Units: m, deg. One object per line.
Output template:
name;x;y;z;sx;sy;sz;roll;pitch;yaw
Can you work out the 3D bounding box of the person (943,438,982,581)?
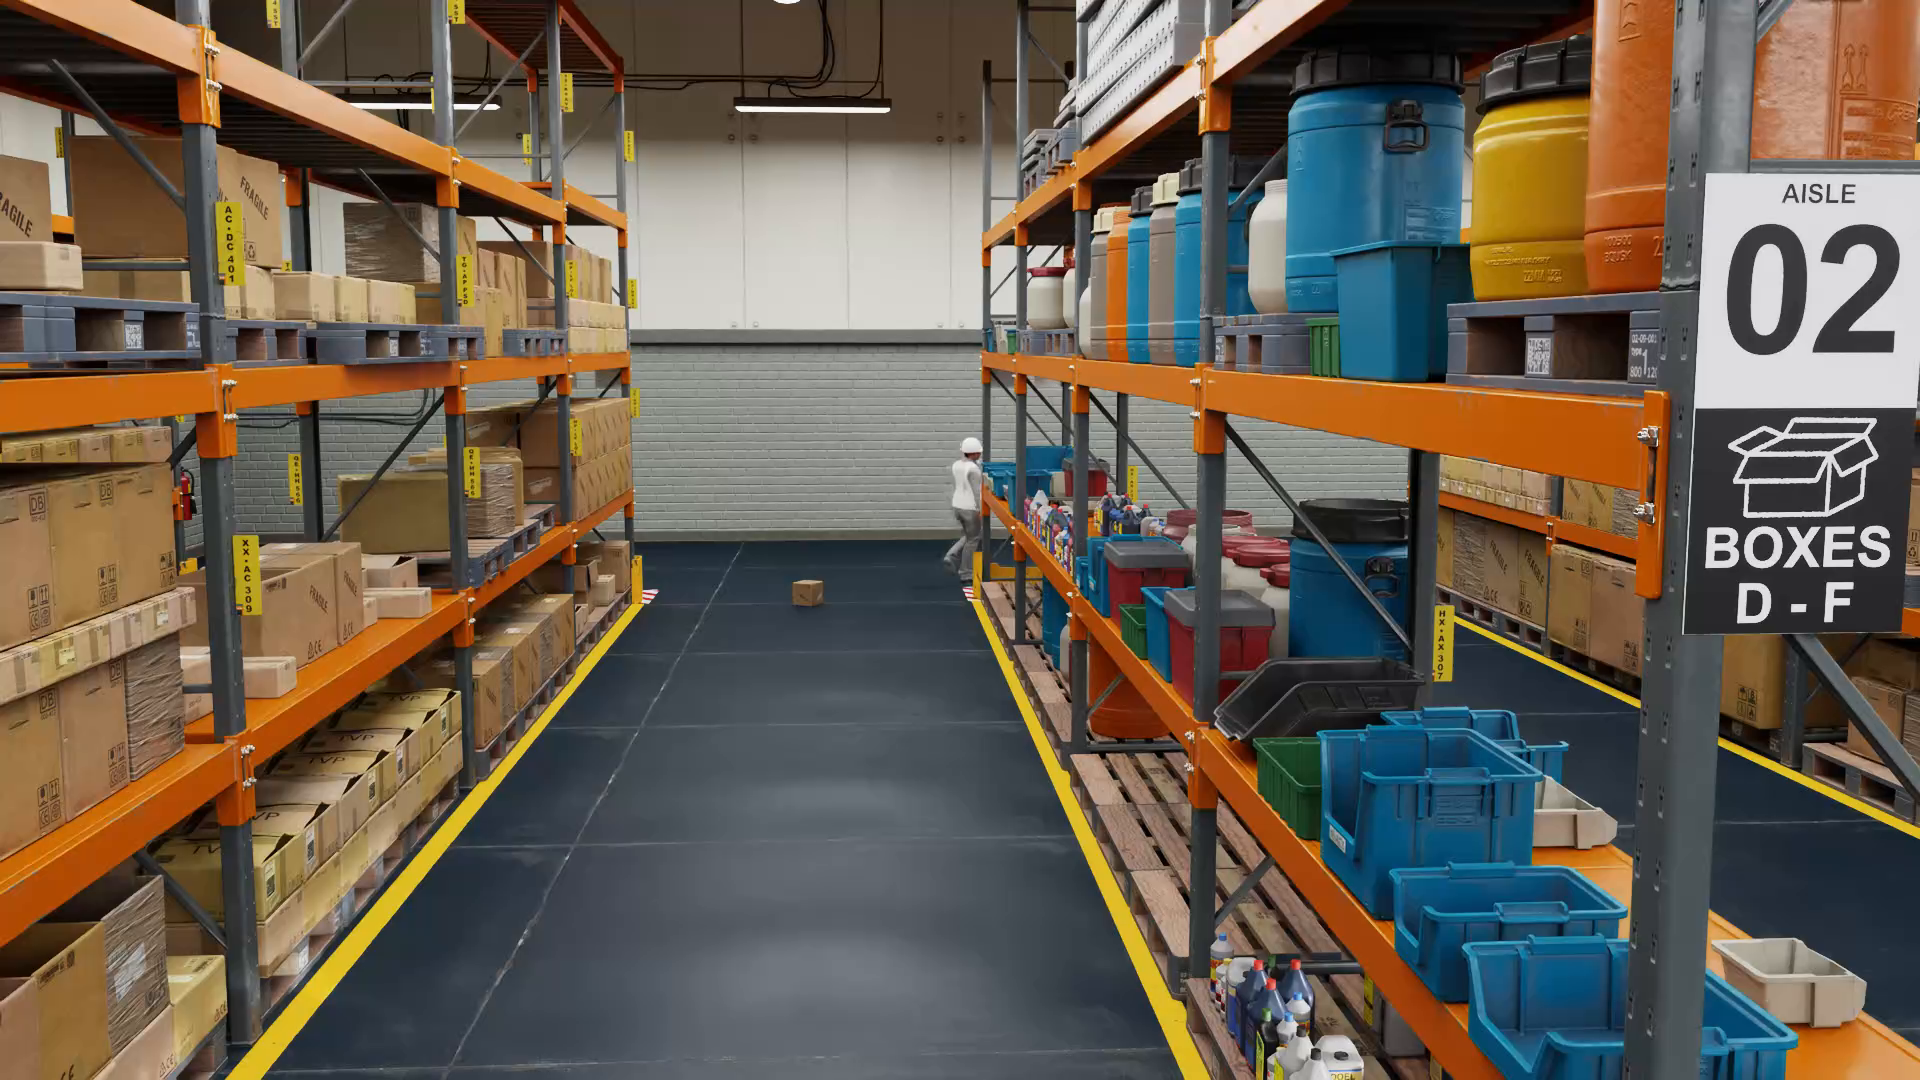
person;0.109;-0.374;20.173;0.492;1.750;0.572;-4;8;-30
